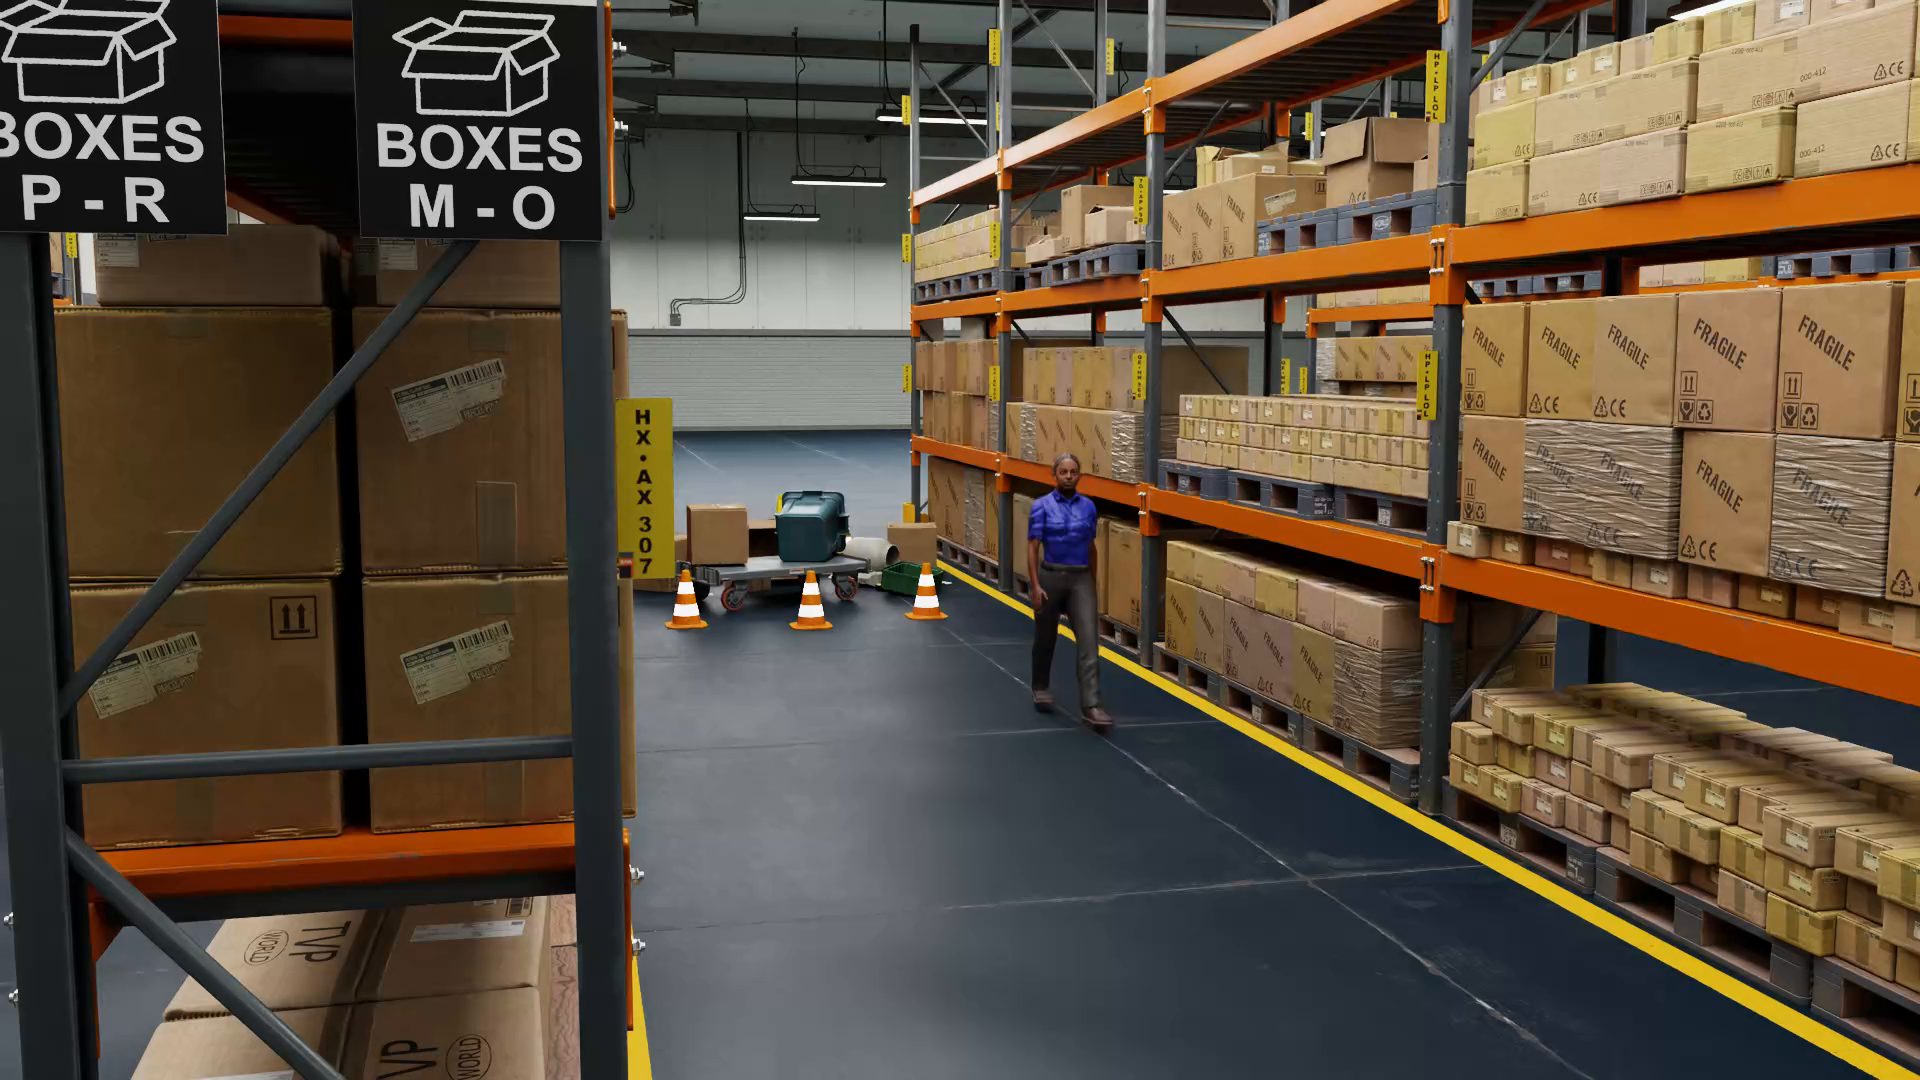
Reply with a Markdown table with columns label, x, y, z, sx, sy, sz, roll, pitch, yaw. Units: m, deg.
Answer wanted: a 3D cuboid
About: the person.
| label | x | y | z | sx | sy | sz | roll | pitch | yaw |
| --- | --- | --- | --- | --- | --- | --- | --- | --- | --- |
| person | 0.646 | 0.274 | 10.101 | 0.481 | 1.590 | 0.988 | -1 | 6 | -9 |
